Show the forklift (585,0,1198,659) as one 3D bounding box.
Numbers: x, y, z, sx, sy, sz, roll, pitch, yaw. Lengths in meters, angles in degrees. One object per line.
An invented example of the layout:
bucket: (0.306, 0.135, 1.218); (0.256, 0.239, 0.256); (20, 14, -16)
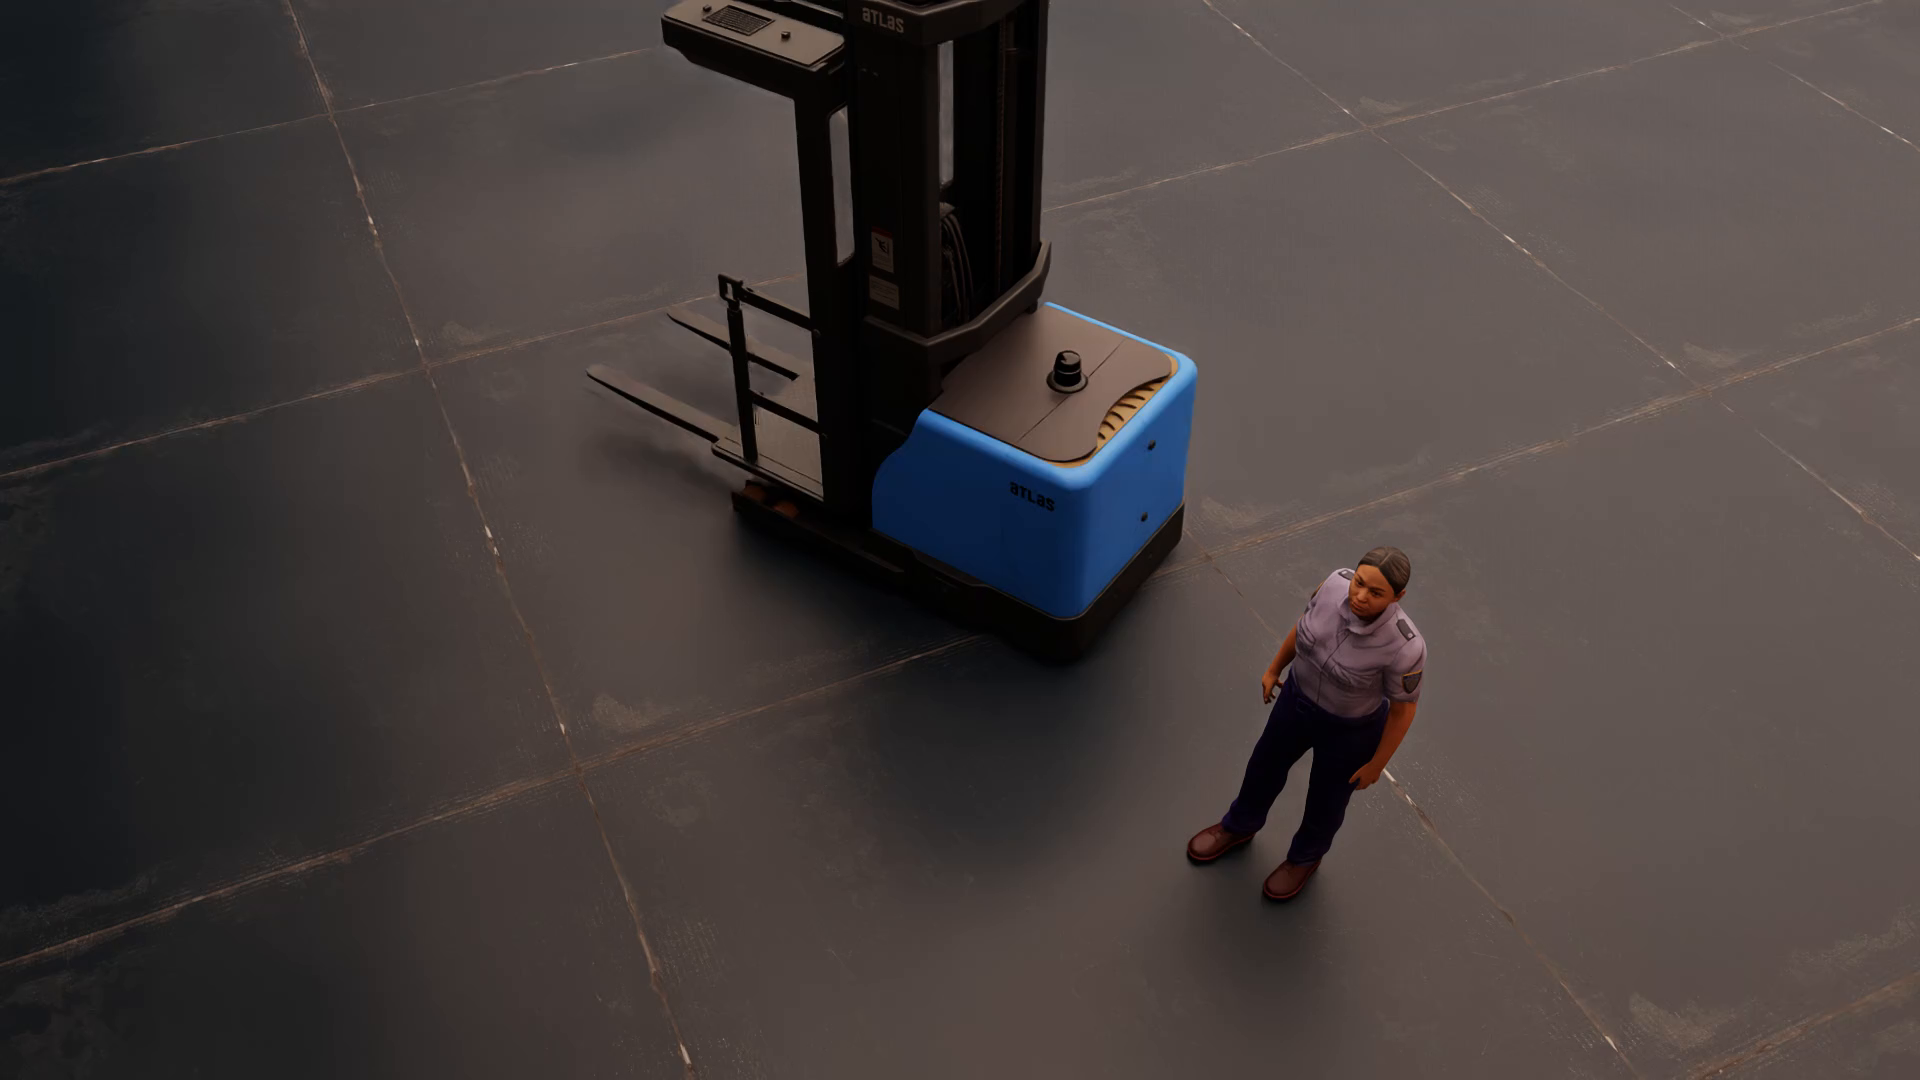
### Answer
forklift: (-0.468, -1.362, 7.139); (3.031, 2.935, 1.130); (25, 49, 25)

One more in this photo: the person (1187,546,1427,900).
person: (1.239, 0.669, 5.893); (0.504, 1.650, 0.595); (-26, 49, -25)
